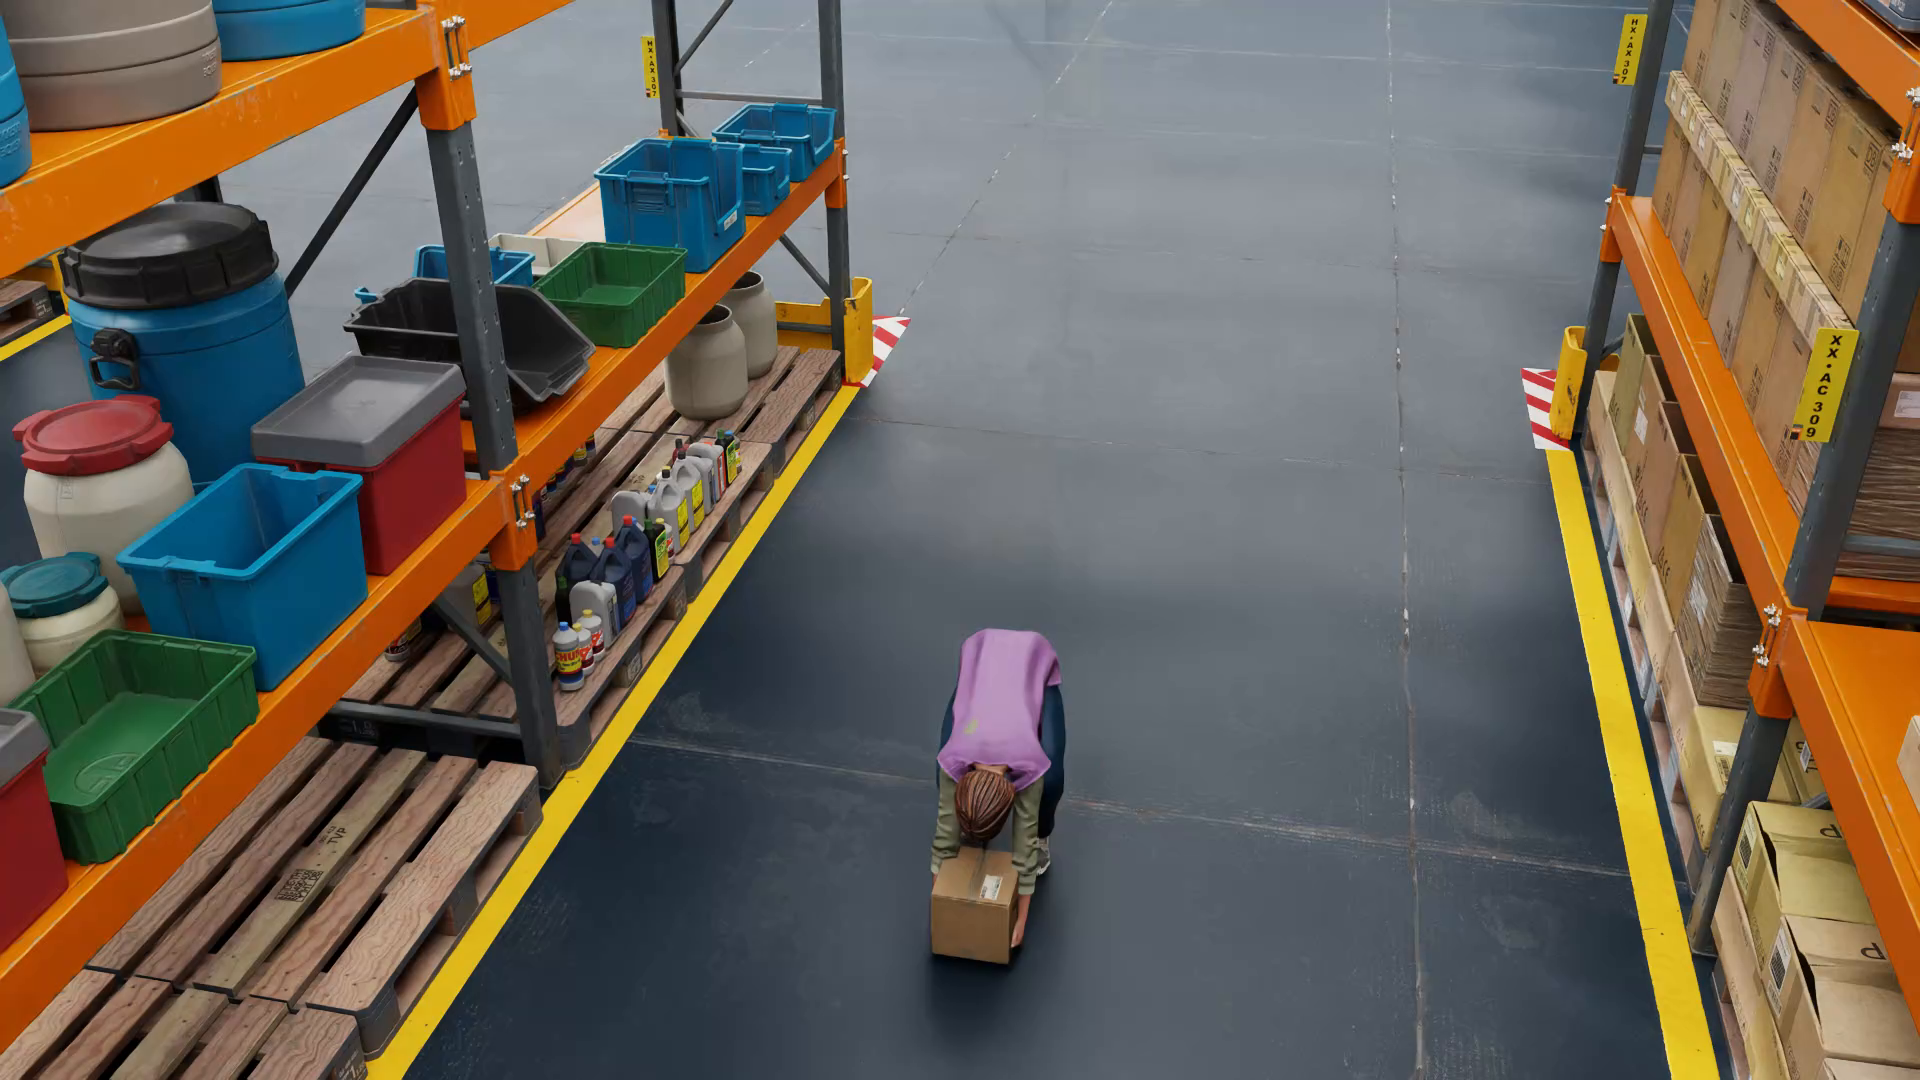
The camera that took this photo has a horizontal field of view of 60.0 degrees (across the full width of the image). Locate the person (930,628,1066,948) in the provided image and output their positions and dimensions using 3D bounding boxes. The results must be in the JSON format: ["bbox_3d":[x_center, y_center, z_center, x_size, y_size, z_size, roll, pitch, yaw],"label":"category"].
[{"bbox_3d":[0.129,0.806,5.500,0.429,0.810,0.855,5,30,8],"label":"person"}]
